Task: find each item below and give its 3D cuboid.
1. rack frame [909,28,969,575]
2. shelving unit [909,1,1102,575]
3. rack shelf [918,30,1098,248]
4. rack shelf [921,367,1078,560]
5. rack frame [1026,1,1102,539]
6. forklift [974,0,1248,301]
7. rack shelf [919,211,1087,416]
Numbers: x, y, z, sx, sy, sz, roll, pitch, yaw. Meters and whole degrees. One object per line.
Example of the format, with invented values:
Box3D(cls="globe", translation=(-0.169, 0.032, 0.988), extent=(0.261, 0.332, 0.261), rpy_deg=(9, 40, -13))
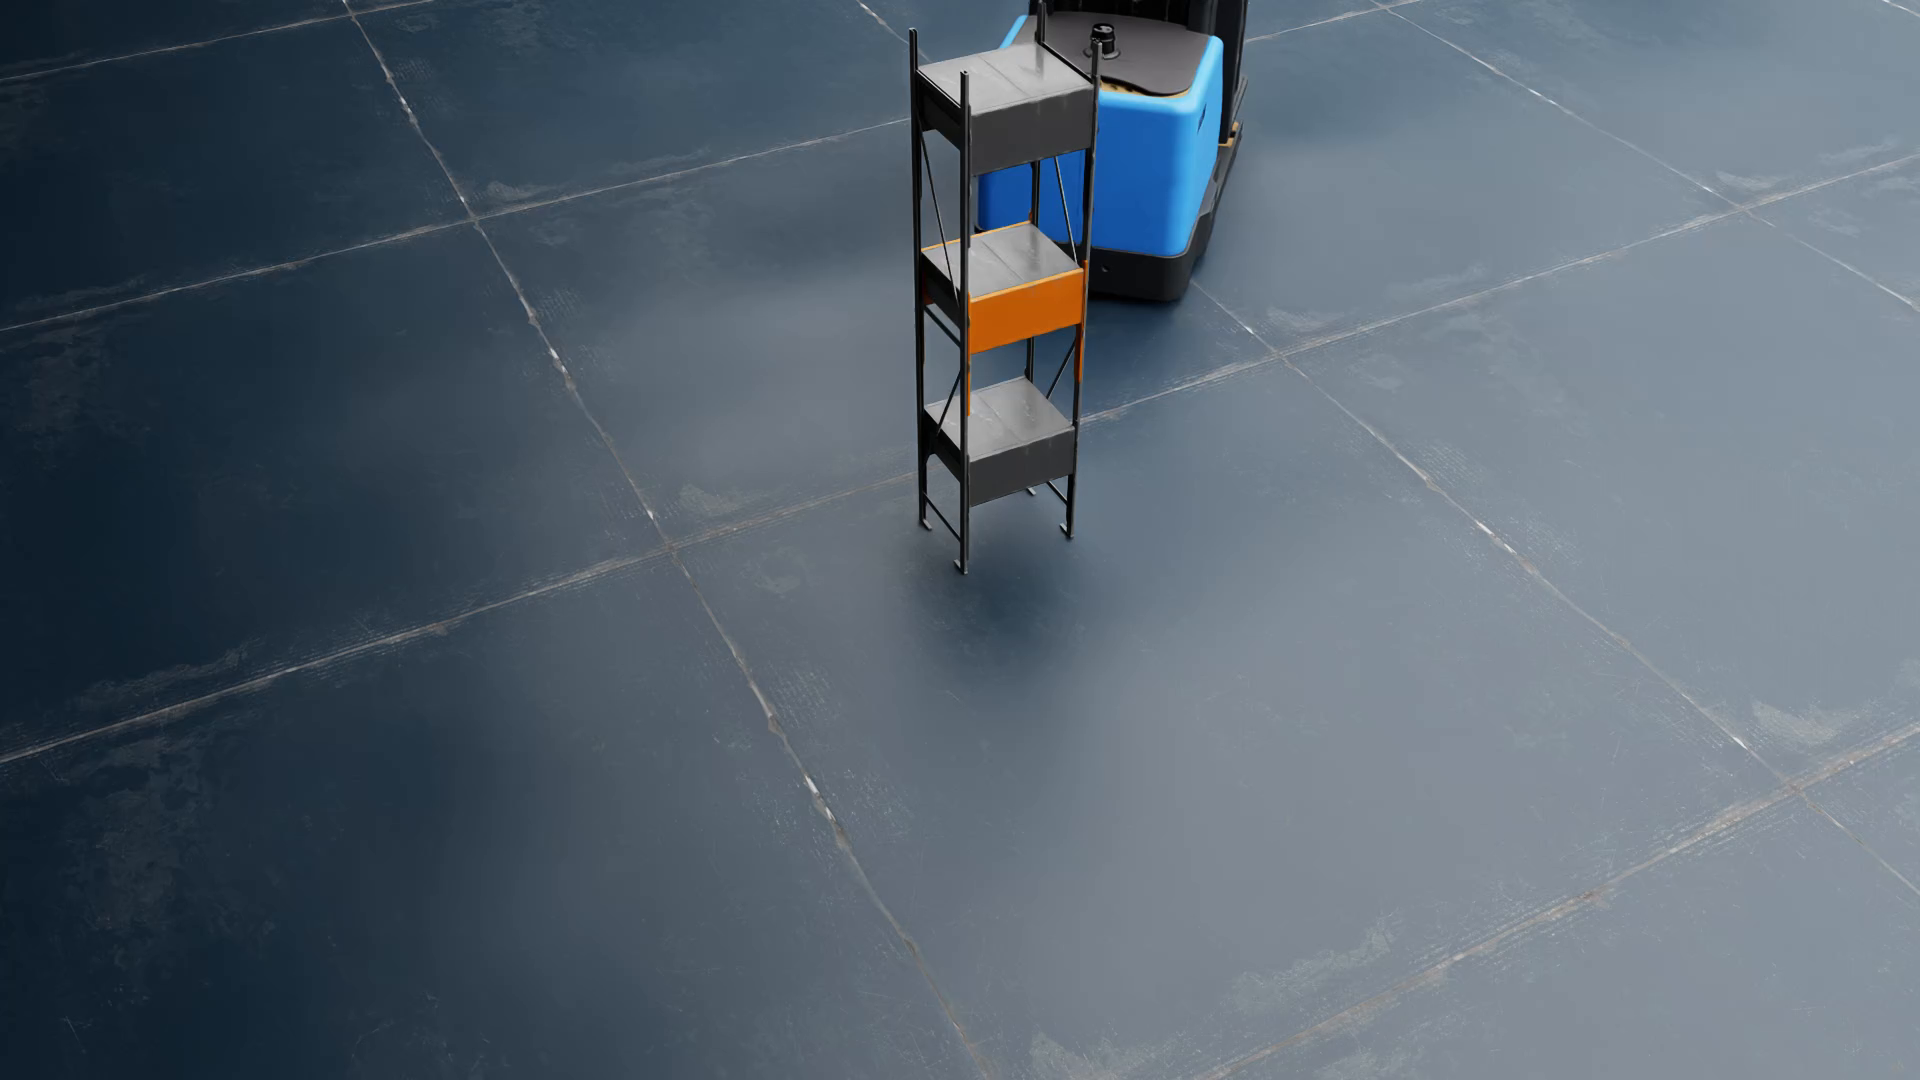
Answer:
Box3D(cls="rack frame", translation=(-0.070, -0.778, 6.044), extent=(0.015, 2.100, 0.400), rpy_deg=(-19, 44, -21))
Box3D(cls="shelving unit", translation=(0.147, -0.851, 6.130), extent=(0.503, 2.100, 0.431), rpy_deg=(-19, 44, -21))
Box3D(cls="rack shelf", translation=(0.147, -1.375, 5.687), extent=(0.480, 0.518, 0.431), rpy_deg=(-19, 44, -21))
Box3D(cls="rack shelf", translation=(0.147, -0.306, 6.591), extent=(0.480, 0.518, 0.431), rpy_deg=(-19, 44, -21))
Box3D(cls="rack frame", translation=(0.363, -0.924, 6.216), extent=(0.015, 2.100, 0.400), rpy_deg=(-19, 44, -21))
Box3D(cls="forklift", translation=(0.957, -3.230, 8.298), extent=(1.130, 2.935, 3.031), rpy_deg=(10, 41, 12))
Box3D(cls="rack shelf", translation=(0.147, -0.840, 6.139), extent=(0.480, 0.518, 0.431), rpy_deg=(-19, 44, -21))
